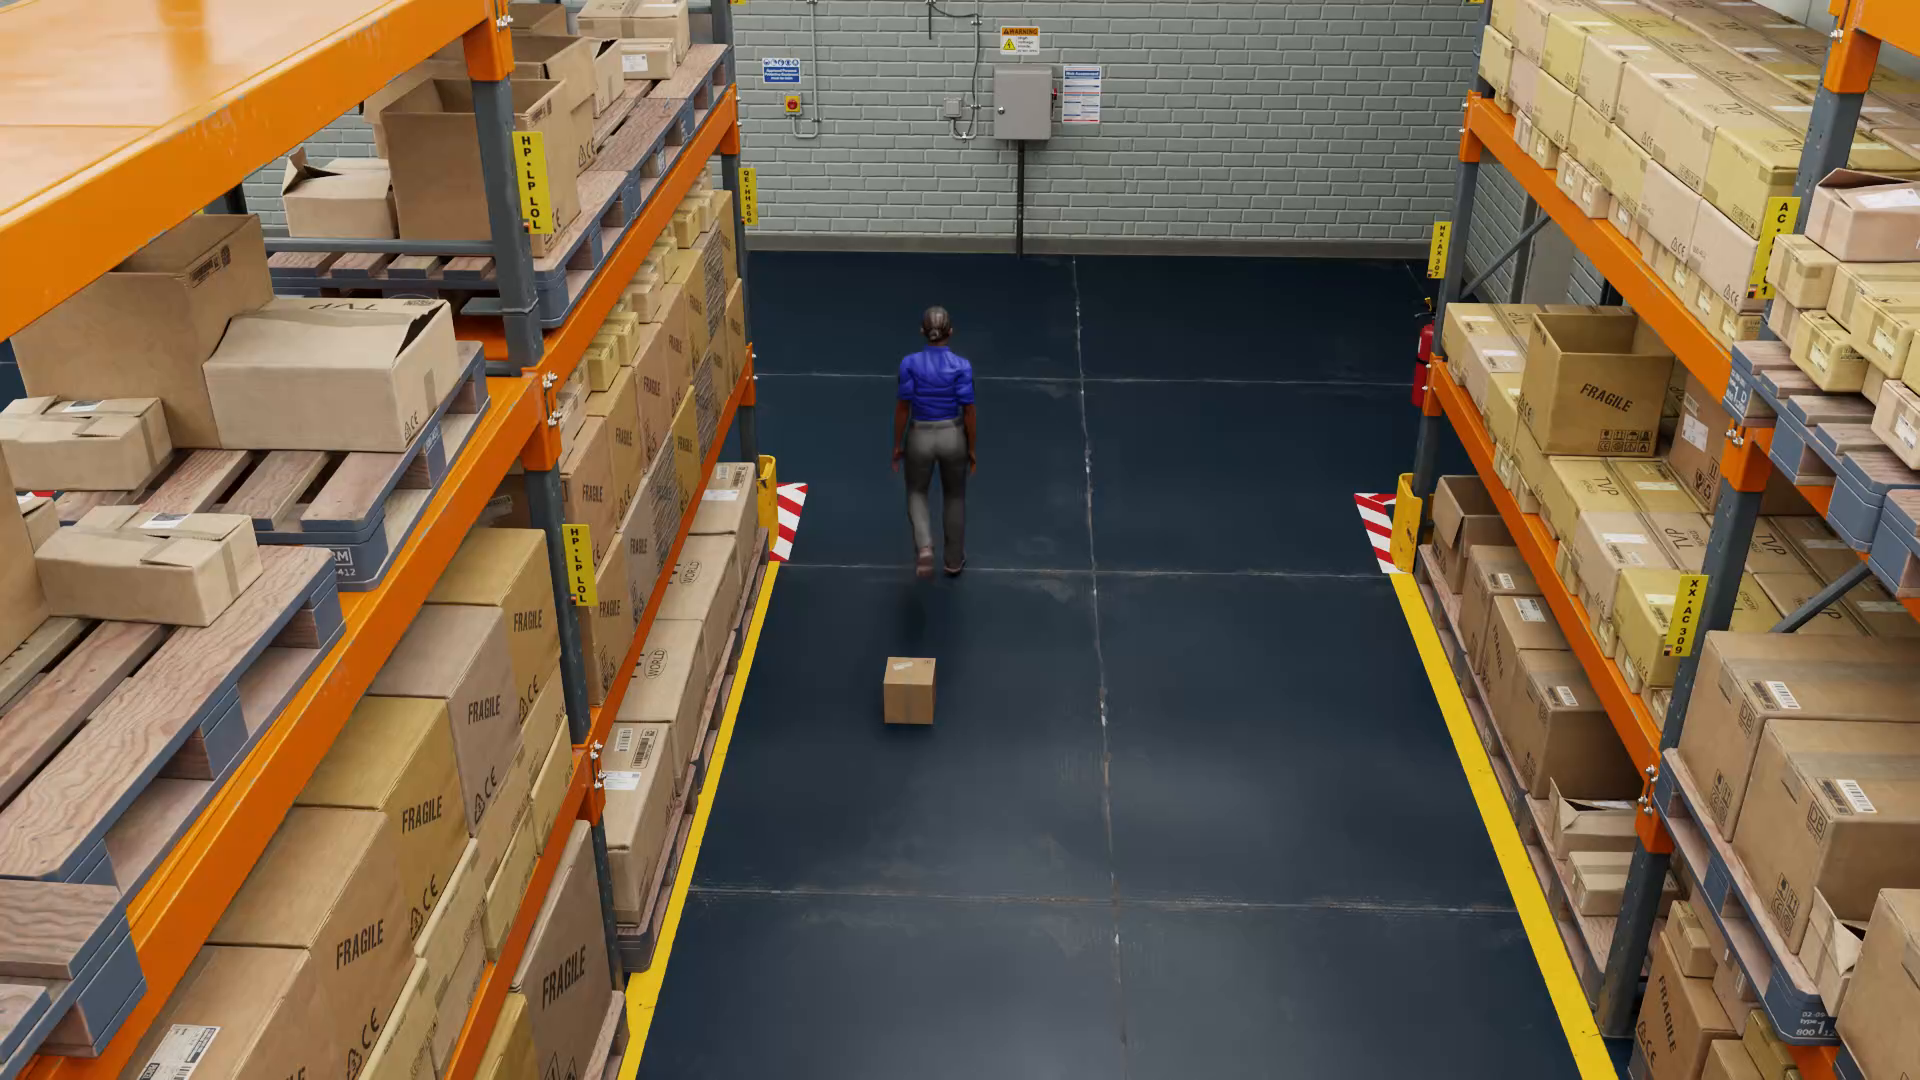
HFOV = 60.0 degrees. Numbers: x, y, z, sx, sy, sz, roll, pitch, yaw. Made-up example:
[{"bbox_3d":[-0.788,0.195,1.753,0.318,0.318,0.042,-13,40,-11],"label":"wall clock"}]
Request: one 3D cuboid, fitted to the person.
[{"bbox_3d":[-0.149,-0.521,9.553,0.496,1.645,0.580,0,28,1],"label":"person"}]
